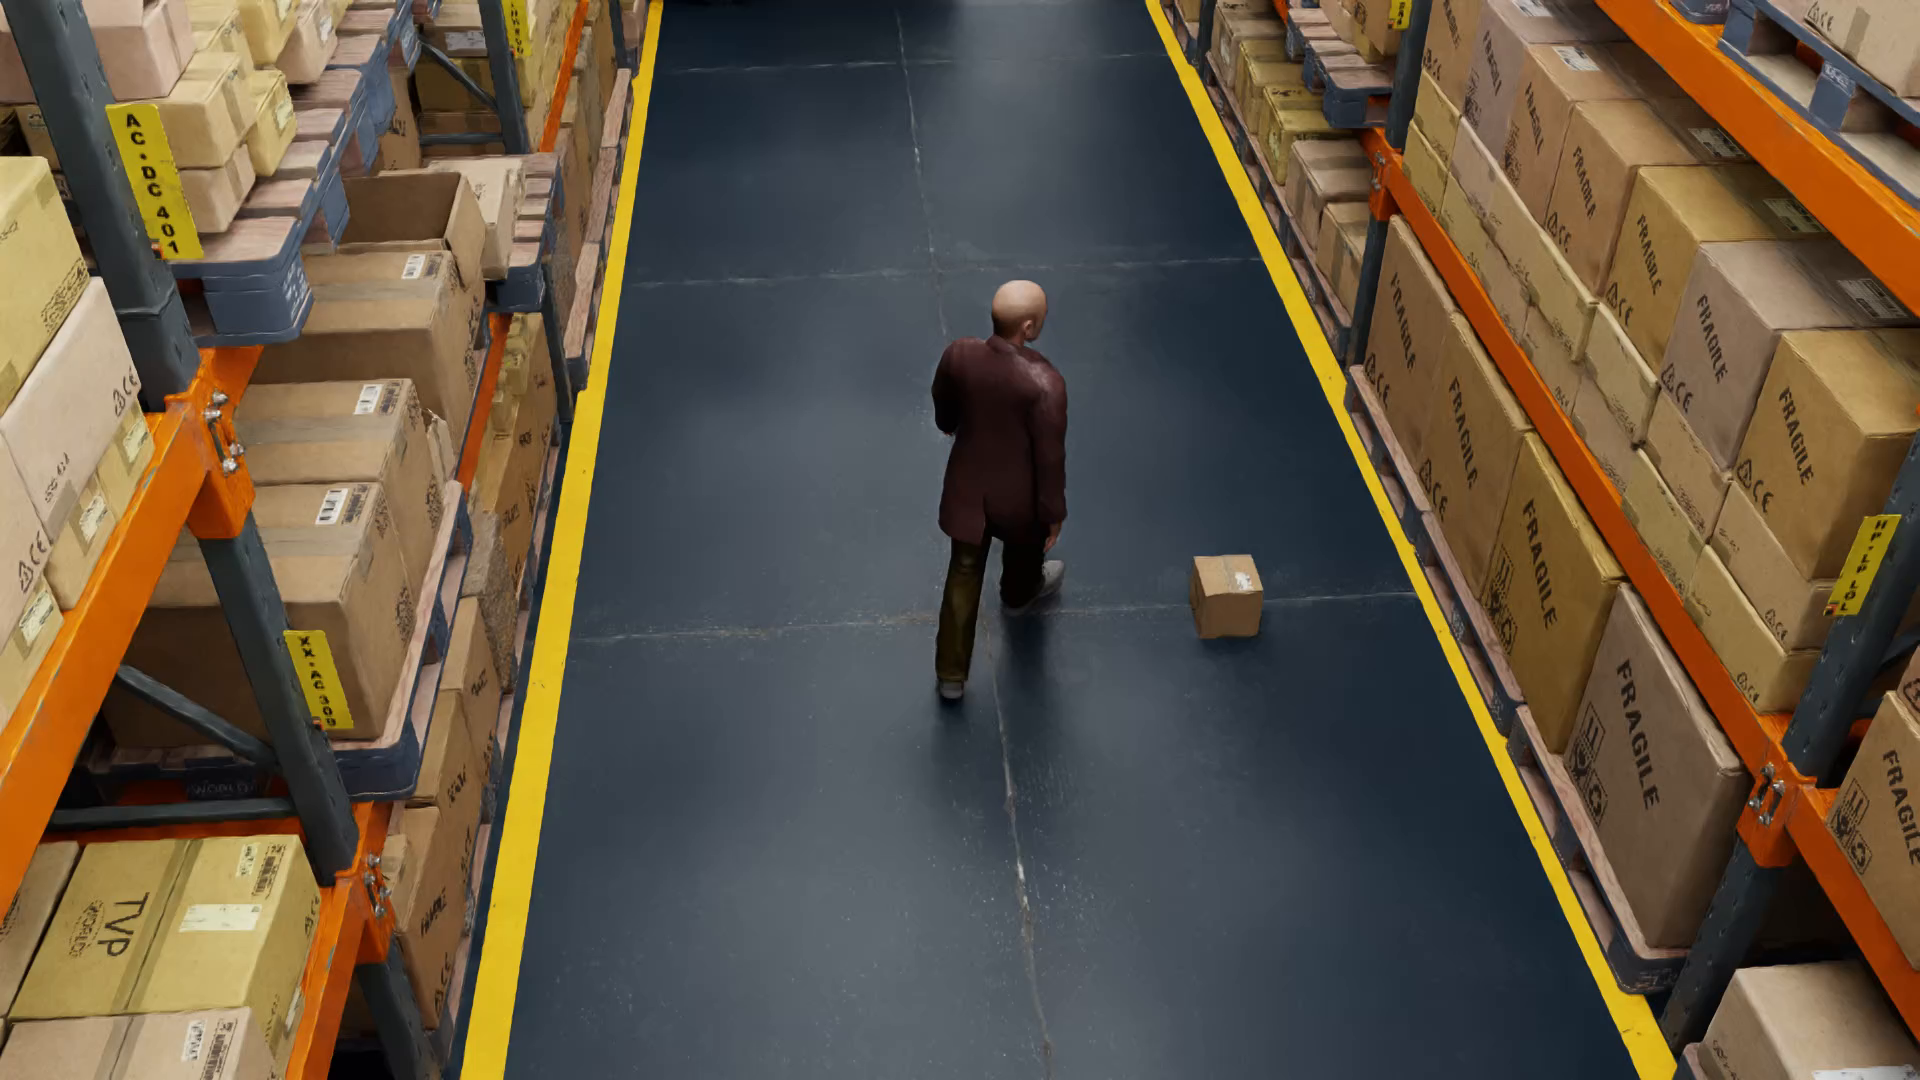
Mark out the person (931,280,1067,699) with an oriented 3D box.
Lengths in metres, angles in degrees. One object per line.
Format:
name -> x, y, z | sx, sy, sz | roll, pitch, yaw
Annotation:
person -> 0.156, -0.274, 6.505 | 0.691, 1.744, 0.966 | 15, 41, 18
